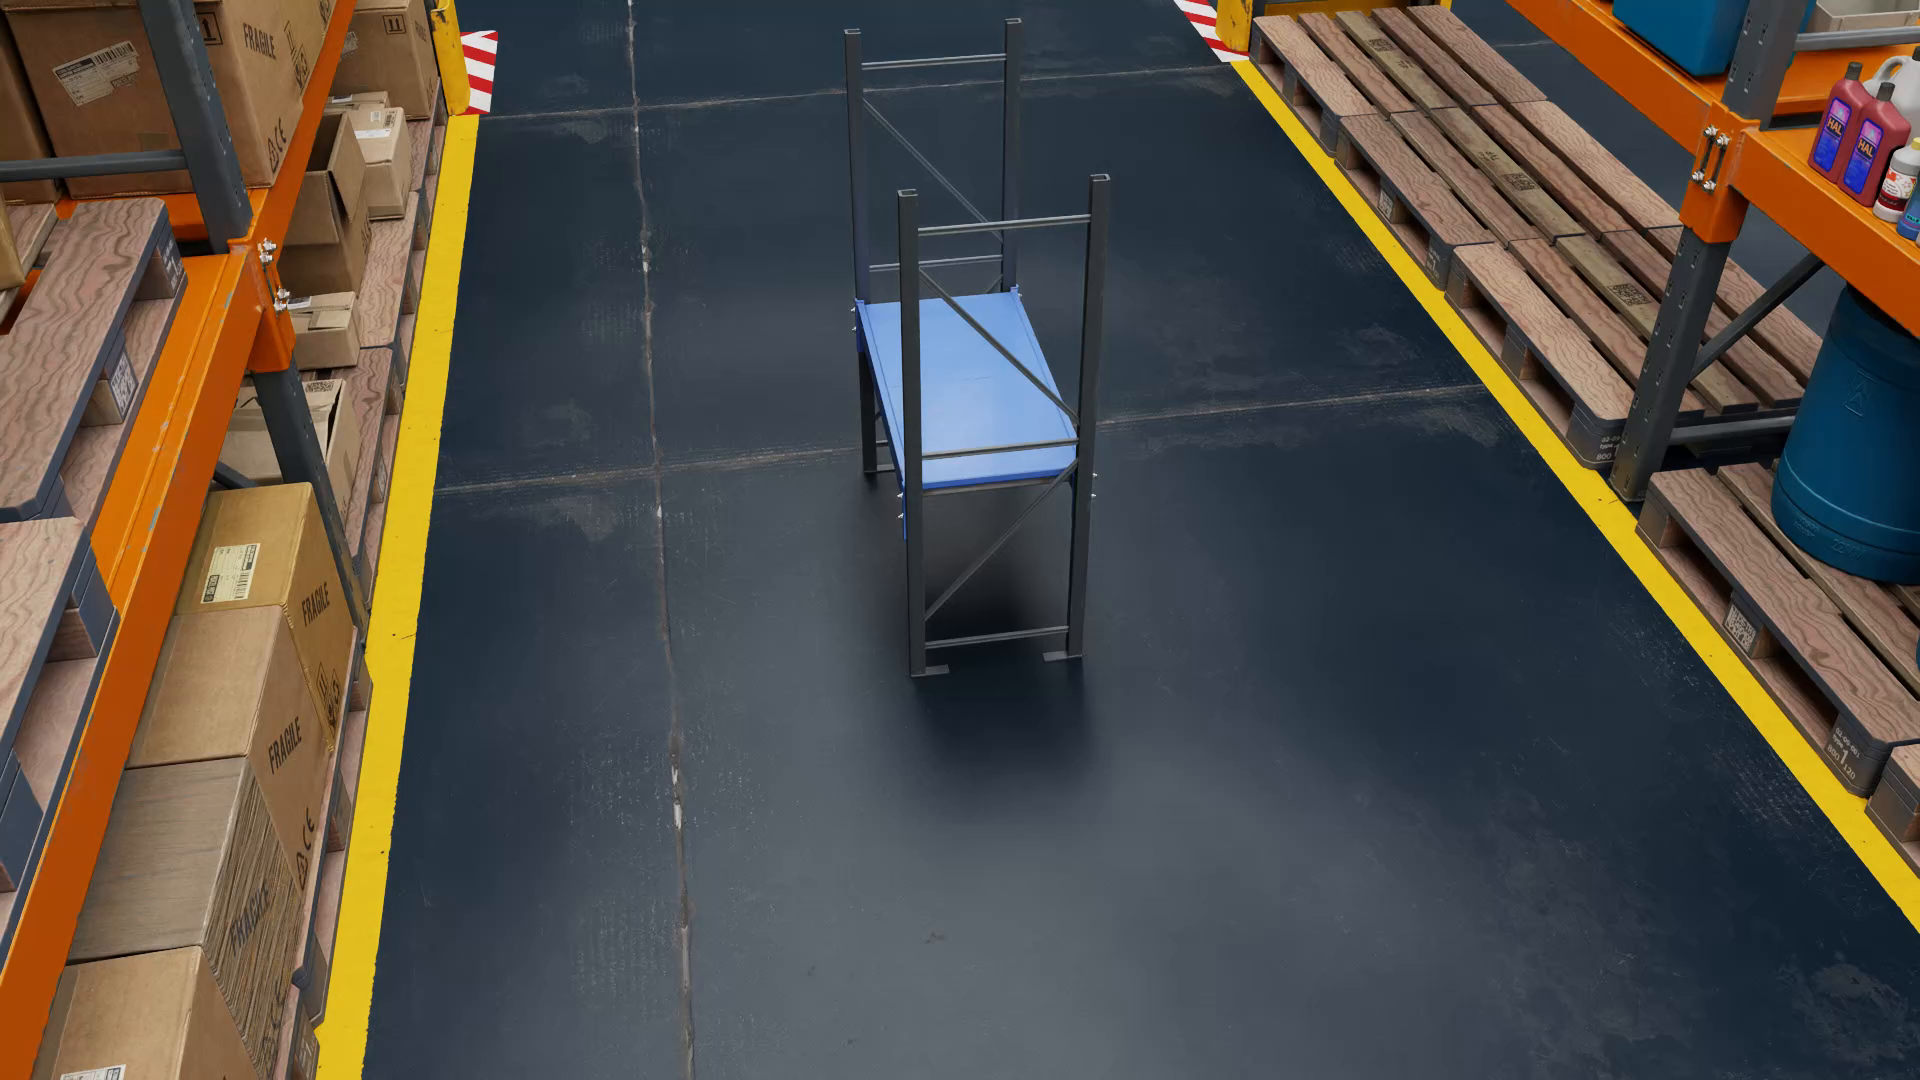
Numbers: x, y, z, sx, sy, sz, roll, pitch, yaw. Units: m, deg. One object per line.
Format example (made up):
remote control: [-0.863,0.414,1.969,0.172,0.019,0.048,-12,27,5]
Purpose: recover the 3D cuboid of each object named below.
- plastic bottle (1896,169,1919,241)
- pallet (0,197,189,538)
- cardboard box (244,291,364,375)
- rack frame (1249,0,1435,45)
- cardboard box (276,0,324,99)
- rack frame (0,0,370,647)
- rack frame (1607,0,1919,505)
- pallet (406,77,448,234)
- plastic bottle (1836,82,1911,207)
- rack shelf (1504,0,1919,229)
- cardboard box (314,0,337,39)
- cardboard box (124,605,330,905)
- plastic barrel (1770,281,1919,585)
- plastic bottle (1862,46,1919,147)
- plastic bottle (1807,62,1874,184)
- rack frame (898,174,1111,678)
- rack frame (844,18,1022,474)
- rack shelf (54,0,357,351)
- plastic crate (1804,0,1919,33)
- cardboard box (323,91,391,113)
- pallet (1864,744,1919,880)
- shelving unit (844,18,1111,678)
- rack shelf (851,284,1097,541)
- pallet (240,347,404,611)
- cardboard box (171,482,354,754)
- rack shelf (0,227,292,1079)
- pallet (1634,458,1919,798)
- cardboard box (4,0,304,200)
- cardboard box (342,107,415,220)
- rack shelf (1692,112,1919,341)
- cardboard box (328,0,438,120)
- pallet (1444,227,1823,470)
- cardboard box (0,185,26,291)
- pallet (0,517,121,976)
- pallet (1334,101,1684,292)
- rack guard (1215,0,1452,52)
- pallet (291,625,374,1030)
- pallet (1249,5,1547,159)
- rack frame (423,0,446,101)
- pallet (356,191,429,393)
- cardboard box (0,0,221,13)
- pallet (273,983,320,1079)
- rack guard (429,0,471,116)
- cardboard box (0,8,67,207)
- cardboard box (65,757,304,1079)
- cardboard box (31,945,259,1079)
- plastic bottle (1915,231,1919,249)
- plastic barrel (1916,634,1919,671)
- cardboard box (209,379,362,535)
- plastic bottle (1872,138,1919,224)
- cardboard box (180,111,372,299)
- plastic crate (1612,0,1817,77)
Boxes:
plastic bottle: [2.363,-0.864,4.022,0.097,0.271,0.097,0,38,0]
pallet: [-2.204,-0.289,3.333,1.003,0.211,1.213,-6,38,-8]
cardboard box: [-2.259,-0.712,5.672,0.380,0.166,0.250,-6,38,-8]
rack frame: [1.939,-3.805,7.703,1.000,3.000,0.127,-6,38,-8]
cardboard box: [-2.151,-1.544,4.711,0.500,0.500,0.500,-6,38,-7]
rack frame: [-2.237,-0.859,3.911,1.000,3.000,0.127,-6,38,-8]
rack frame: [2.640,-1.389,4.593,1.000,3.000,0.127,-6,38,-8]
pallet: [-2.784,-1.646,7.197,1.003,0.211,1.213,-6,38,-8]
plastic bottle: [2.308,-0.995,4.181,0.061,0.283,0.133,-6,38,-8]
rack shelf: [2.290,-2.313,6.369,1.077,0.370,4.000,-6,38,-8]
cardboard box: [-2.237,-1.847,5.101,0.500,0.500,0.500,-6,38,-8]
cardboard box: [-1.790,0.521,3.813,0.500,0.500,0.500,-6,38,-8]
plastic barrel: [2.719,-0.396,4.683,0.600,0.901,0.708,-6,38,-8]
plastic bottle: [2.390,-1.098,4.259,0.144,0.351,0.185,-6,38,-8]
plastic bottle: [2.284,-1.076,4.285,0.061,0.283,0.133,-6,38,-8]
rack frame: [0.104,-0.234,4.328,0.500,1.500,0.032,-6,38,-8]
rack frame: [-0.074,-0.848,5.119,0.500,1.500,0.032,-6,38,-8]
rack shelf: [-2.588,-1.783,5.686,1.077,0.370,4.000,-6,38,-8]
plastic crate: [2.699,-1.605,5.037,0.396,0.136,0.243,-6,38,-8]
cardboard box: [-2.618,-1.773,7.039,0.380,0.166,0.250,-6,38,-8]
pallet: [2.952,0.921,3.893,1.003,0.211,1.213,-6,38,-8]
shelving unit: [0.015,-0.541,4.724,0.538,1.500,1.048,-6,38,-8]
rack shelf: [0.015,-0.399,4.834,0.538,0.185,1.000,-6,38,-8]
pallet: [-2.357,-0.172,5.300,1.003,0.211,1.213,-6,38,-8]
cardboard box: [-1.868,0.222,4.198,0.500,0.500,0.500,-6,38,-8]
rack shelf: [-1.886,0.633,2.576,1.077,0.370,4.000,-6,38,-8]
pallet: [2.734,0.182,4.843,1.003,0.211,1.213,-6,38,-8]
cardboard box: [-2.058,-1.235,4.314,0.500,0.500,0.500,-5,38,-7]
cardboard box: [-2.464,-1.484,6.598,0.500,0.250,0.500,-6,38,-8]
rack shelf: [2.991,0.103,3.259,1.077,0.370,4.000,-6,38,-8]
cardboard box: [-2.601,-2.160,7.264,0.500,0.500,0.500,-6,38,-8]
pallet: [2.473,-0.728,6.015,1.003,0.211,1.213,-6,38,-8]
cardboard box: [-2.374,-0.754,3.352,0.700,0.500,0.500,-19,42,-23]
pallet: [-1.881,0.459,2.371,1.003,0.211,1.213,-6,38,-8]
pallet: [2.256,-1.467,6.966,1.003,0.211,1.213,-6,38,-8]
rack guard: [1.922,-2.831,8.487,1.175,0.500,0.348,-6,38,-8]
pallet: [-2.057,0.730,4.139,1.003,0.211,1.213,-6,38,-8]
pallet: [2.045,-2.202,7.912,1.003,0.211,1.213,-6,38,-8]
rack frame: [-2.938,-3.275,7.020,1.000,3.000,0.127,-6,38,-8]
pallet: [-2.574,-0.911,6.251,1.003,0.211,1.213,-6,38,-8]
cardboard box: [-2.043,-1.608,3.978,0.500,0.500,0.500,-5,38,-7]
pallet: [-1.840,1.468,3.188,1.003,0.211,1.213,-6,38,-8]
rack guard: [-2.925,-2.242,7.728,1.175,0.500,0.348,-6,38,-8]
cardboard box: [-2.577,-1.173,4.233,0.500,0.500,0.500,-6,38,-7]
cardboard box: [-1.703,0.824,3.423,0.500,0.500,0.500,-6,38,-7]
cardboard box: [-1.611,1.131,3.028,0.500,0.500,0.500,-7,38,-9]
plastic bottle: [2.410,-0.799,3.934,0.152,0.276,0.135,-6,38,-8]
plastic barrel: [2.843,0.032,4.132,0.600,0.901,0.708,-6,38,-8]
cardboard box: [-2.098,-0.248,4.957,0.500,0.311,0.500,-6,38,-8]
plastic bottle: [2.346,-0.895,4.119,0.097,0.201,0.097,0,38,0]
cardboard box: [-2.572,-1.181,6.001,0.797,0.503,0.637,-6,38,-8]
plastic crate: [2.223,-1.652,4.896,0.392,0.384,0.575,-6,38,-8]
